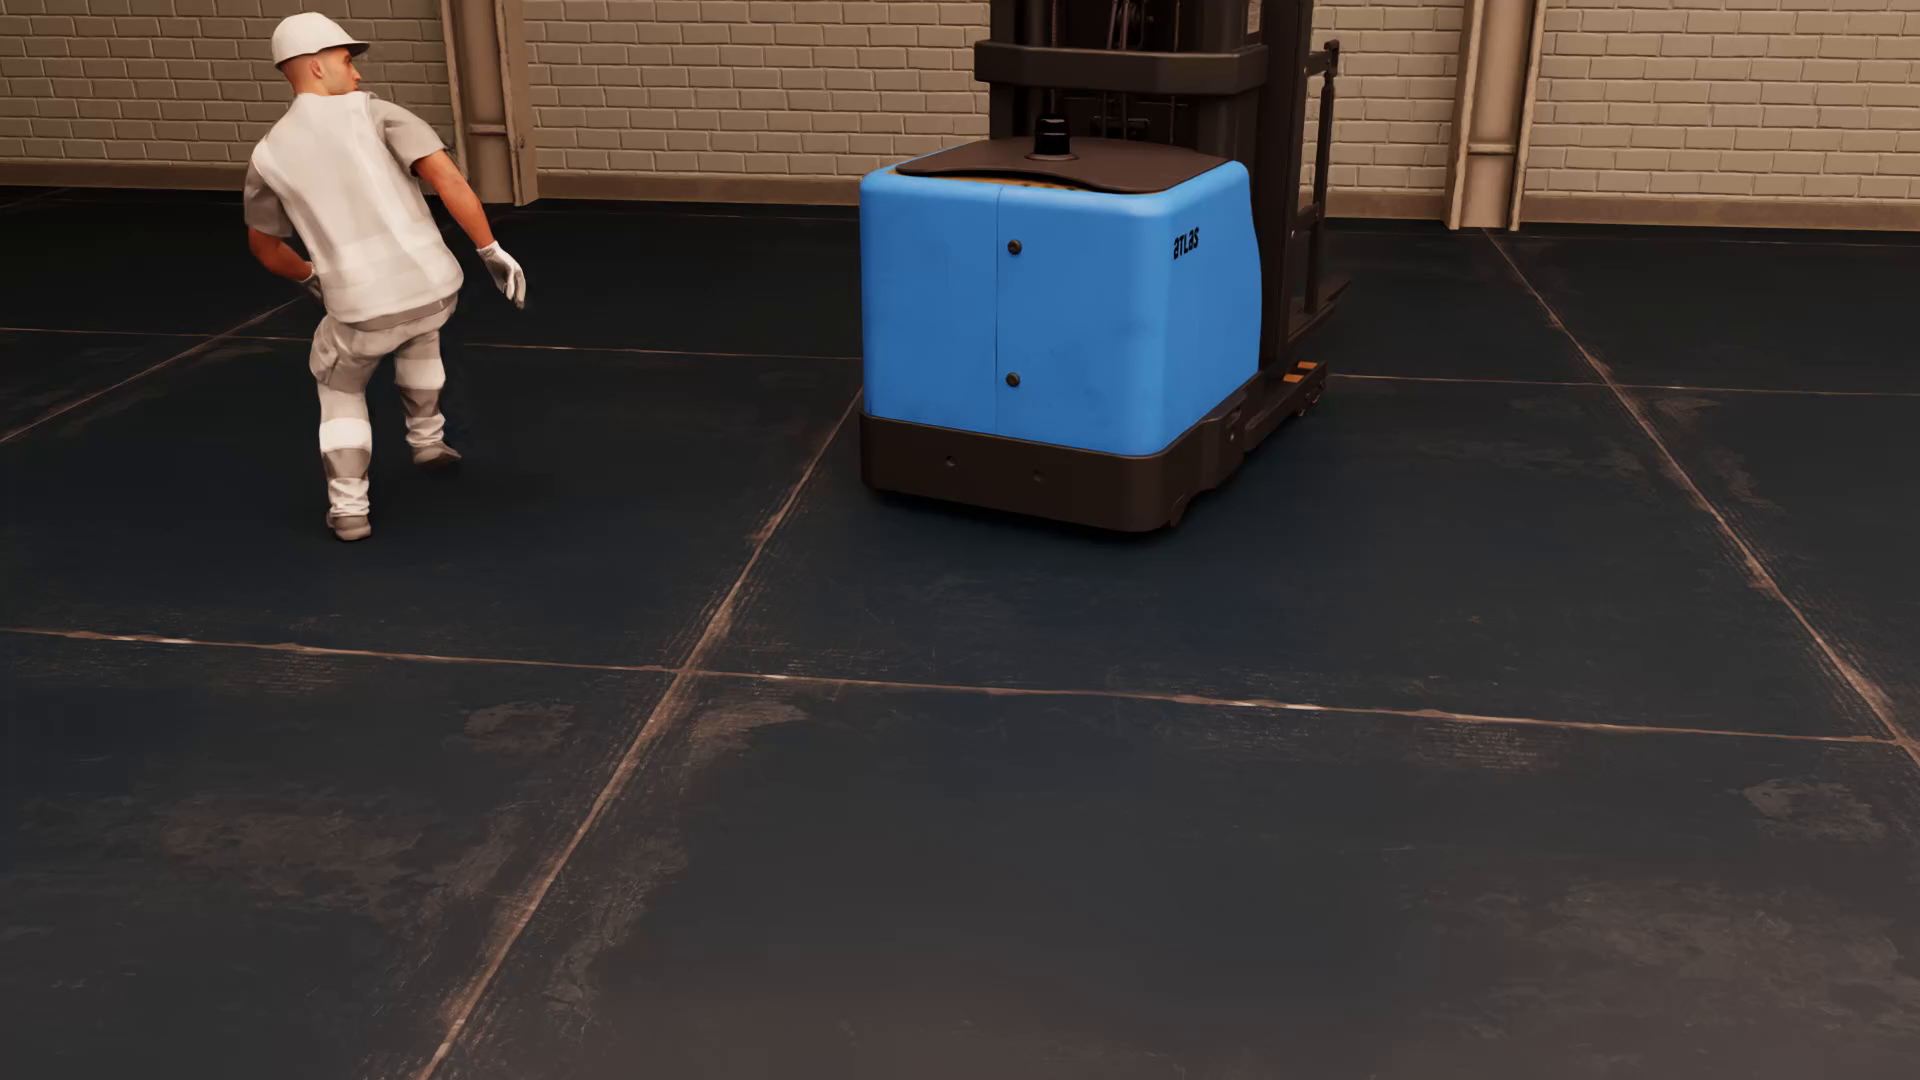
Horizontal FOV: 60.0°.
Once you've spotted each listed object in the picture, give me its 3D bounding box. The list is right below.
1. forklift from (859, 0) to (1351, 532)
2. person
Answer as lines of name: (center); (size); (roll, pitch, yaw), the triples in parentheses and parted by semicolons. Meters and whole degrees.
forklift: (0.786, -1.894, 5.958); (1.130, 2.935, 3.031); (11, 24, 25)
person: (-1.782, -0.826, 5.181); (0.781, 1.561, 0.772); (-7, 23, -17)
